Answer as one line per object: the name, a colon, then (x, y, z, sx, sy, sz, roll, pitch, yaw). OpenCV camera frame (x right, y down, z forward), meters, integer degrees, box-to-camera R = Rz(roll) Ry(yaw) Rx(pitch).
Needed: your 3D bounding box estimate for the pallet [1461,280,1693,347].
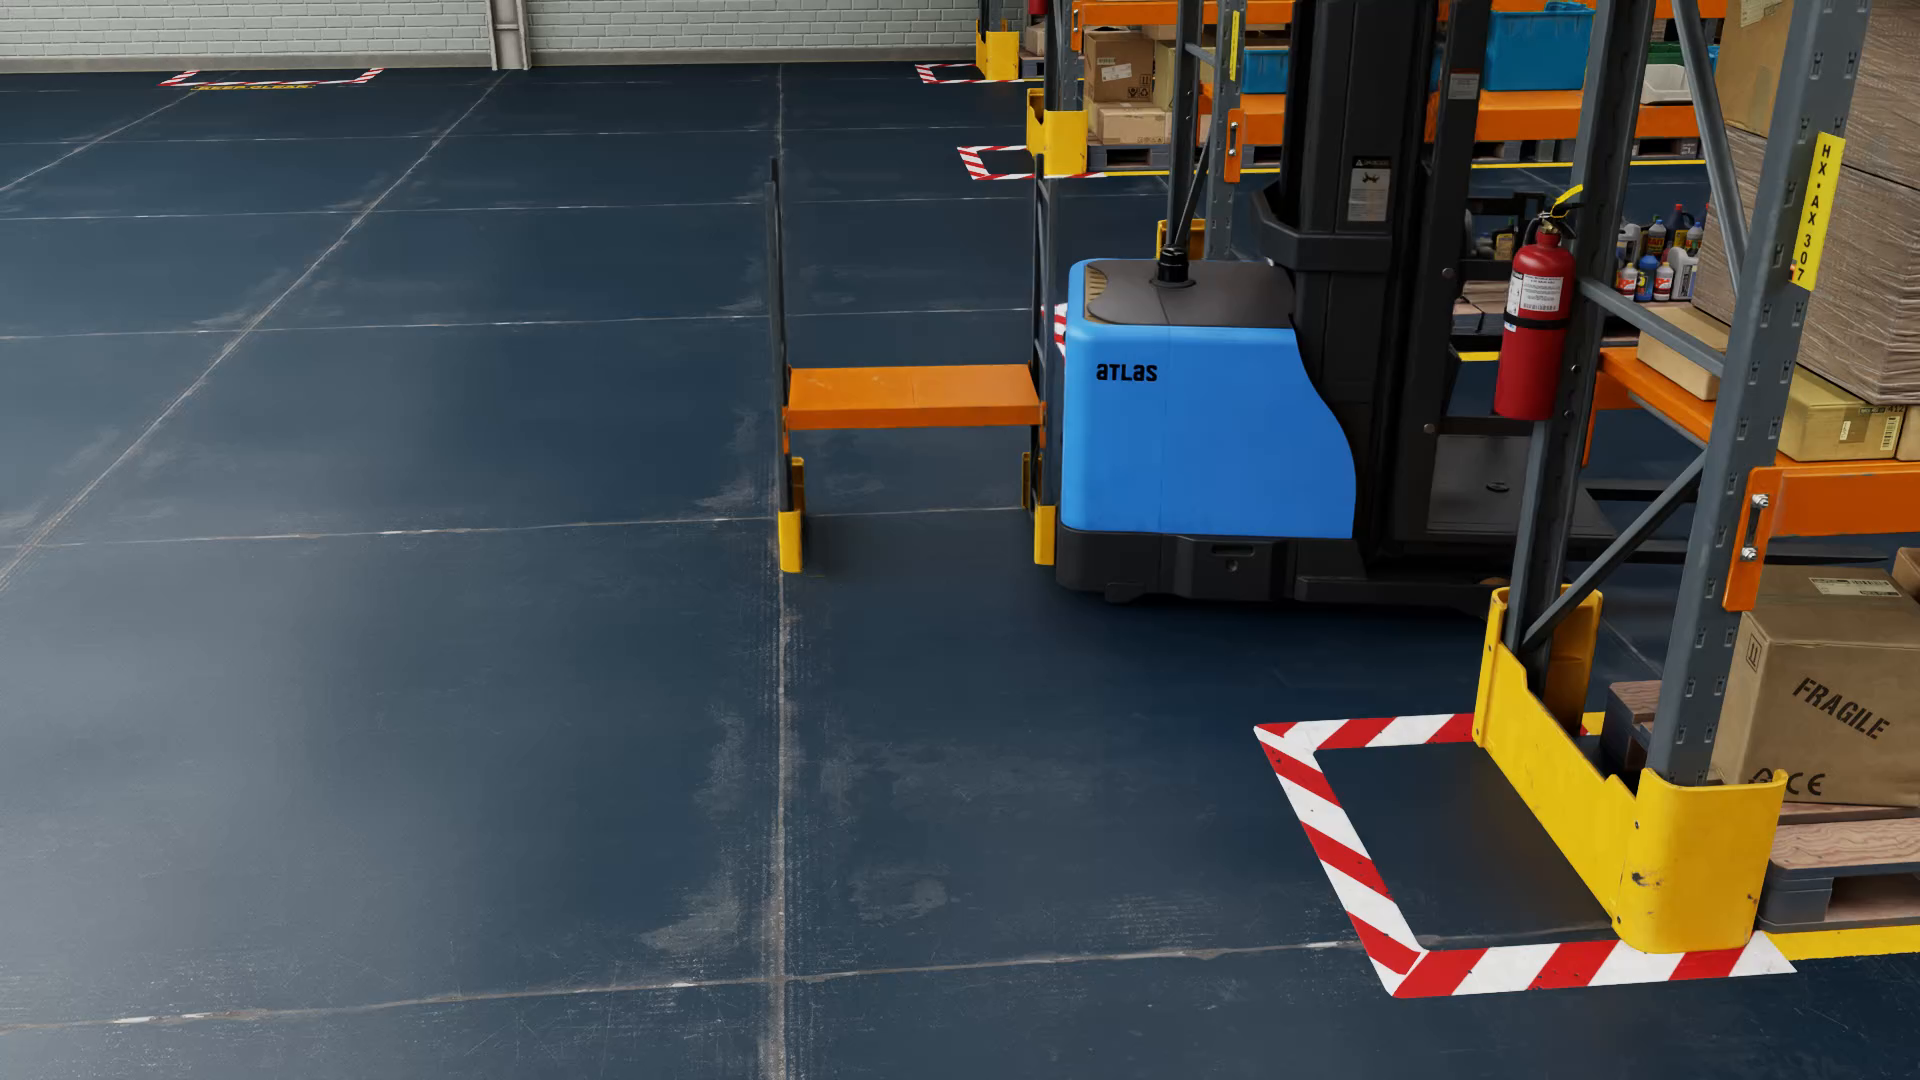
pallet: (3.394, -1.359, 9.547, 1.213, 0.211, 1.003, -2, 24, -5)

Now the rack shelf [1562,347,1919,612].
rack shelf: (3.780, -0.282, 4.578, 4.000, 0.370, 1.077, -2, 24, -5)

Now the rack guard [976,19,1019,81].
rack guard: (0.404, -5.398, 18.280, 0.348, 0.500, 1.175, -2, 24, -5)

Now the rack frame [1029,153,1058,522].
rack frame: (0.321, -0.706, 6.491, 0.032, 1.500, 0.500, -1, 24, -3)

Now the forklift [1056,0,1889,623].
forklift: (1.902, -1.252, 5.958, 3.031, 2.935, 1.130, 2, 24, 4)

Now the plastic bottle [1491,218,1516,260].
plastic bottle: (3.202, -1.756, 9.809, 0.133, 0.283, 0.061, -2, 24, -4)

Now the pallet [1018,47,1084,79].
pallet: (1.216, -5.285, 18.379, 1.213, 0.211, 1.003, -2, 24, -5)

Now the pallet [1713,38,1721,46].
pallet: (9.082, -5.584, 19.053, 1.213, 0.211, 1.003, -2, 24, -5)

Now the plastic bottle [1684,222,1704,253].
plastic bottle: (4.307, -1.728, 9.762, 0.097, 0.271, 0.097, 0, 24, 0)

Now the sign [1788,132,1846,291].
sign: (1.843, -0.708, 3.583, 0.005, 0.325, 0.100, -2, 24, -5)

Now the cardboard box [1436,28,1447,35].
cardboard box: (4.308, -4.081, 14.184, 0.500, 0.500, 0.500, -2, 24, -5)

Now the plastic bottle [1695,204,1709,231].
plastic bottle: (4.439, -1.819, 9.869, 0.185, 0.351, 0.144, -2, 24, -4)

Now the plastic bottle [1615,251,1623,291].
plastic bottle: (3.578, -1.452, 9.140, 0.097, 0.271, 0.097, 0, 24, 0)

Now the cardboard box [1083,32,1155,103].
cardboard box: (1.324, -3.955, 13.901, 0.500, 0.500, 0.500, -2, 24, -5)

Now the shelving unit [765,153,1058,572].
shelving unit: (-0.177, -0.693, 6.463, 1.083, 1.500, 0.587, -1, 24, -3)

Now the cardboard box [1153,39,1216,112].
cardboard box: (1.872, -3.766, 13.474, 0.500, 0.500, 0.500, -2, 24, -5)

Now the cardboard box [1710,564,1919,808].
cardboard box: (2.412, 0.401, 4.715, 0.500, 0.500, 0.500, 2, 24, 5)

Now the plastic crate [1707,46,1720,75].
plastic crate: (4.208, -2.471, 8.799, 0.616, 0.251, 0.499, -2, 24, -5)

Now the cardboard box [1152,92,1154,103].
cardboard box: (1.820, -3.637, 14.107, 0.500, 0.250, 0.500, -2, 24, -5)

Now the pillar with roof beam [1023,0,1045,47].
pillar with roof beam: (1.364, -7.917, 13.482, 0.400, 9.000, 9.100, -2, 24, -5)

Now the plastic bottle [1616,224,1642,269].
plastic bottle: (3.868, -1.701, 9.697, 0.135, 0.276, 0.152, -2, 24, -5)

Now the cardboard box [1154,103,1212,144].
cardboard box: (1.872, -3.424, 13.628, 0.500, 0.250, 0.500, -2, 24, -5)

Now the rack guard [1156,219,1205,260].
rack guard: (1.374, -1.413, 9.314, 0.348, 0.500, 1.175, -2, 24, -5)

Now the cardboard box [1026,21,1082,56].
cardboard box: (1.026, -5.501, 18.203, 0.500, 0.311, 0.500, -5, 24, -11)

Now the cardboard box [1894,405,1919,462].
cardboard box: (2.347, -0.334, 4.117, 0.250, 0.149, 0.380, -2, 24, -5)

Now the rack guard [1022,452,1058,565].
rack guard: (0.320, -0.134, 6.745, 0.087, 0.250, 0.587, -1, 24, -3)

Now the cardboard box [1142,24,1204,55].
cardboard box: (2.328, -5.619, 18.236, 0.500, 0.500, 0.700, -4, 24, -8)

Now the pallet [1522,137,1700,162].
pallet: (5.529, -3.466, 14.288, 1.213, 0.211, 1.003, -2, 24, -5)

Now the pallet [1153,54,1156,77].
pallet: (2.428, -5.332, 18.486, 1.213, 0.211, 1.003, -2, 24, -5)

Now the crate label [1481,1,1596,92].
crate label: (3.108, -2.732, 9.160, 0.616, 0.435, 0.502, -2, 24, -5)

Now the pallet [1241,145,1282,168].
pallet: (2.788, -3.356, 14.041, 1.213, 0.211, 1.003, -2, 24, -5)

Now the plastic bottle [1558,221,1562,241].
plastic bottle: (3.479, -1.745, 9.794, 0.135, 0.276, 0.152, -3, 24, -7)

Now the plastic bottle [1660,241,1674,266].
plastic bottle: (3.985, -1.528, 9.297, 0.133, 0.283, 0.061, -2, 24, -5)

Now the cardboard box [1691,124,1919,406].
cardboard box: (2.339, -0.724, 4.196, 0.500, 0.500, 0.875, -2, 24, -5)

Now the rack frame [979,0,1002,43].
rack frame: (0.329, -6.538, 17.765, 0.127, 3.000, 1.000, -2, 24, -5)

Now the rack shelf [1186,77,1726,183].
rack shelf: (3.293, -2.284, 9.082, 4.000, 0.370, 1.077, -2, 24, -5)

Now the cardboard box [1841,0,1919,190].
cardboard box: (2.363, -1.082, 3.770, 0.500, 0.500, 0.500, -2, 24, -5)

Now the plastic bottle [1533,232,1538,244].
plastic bottle: (3.352, -1.699, 9.683, 0.133, 0.283, 0.061, -2, 24, -5)

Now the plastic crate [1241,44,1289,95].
plastic crate: (1.771, -2.606, 9.104, 0.616, 0.251, 0.499, -2, 24, -5)

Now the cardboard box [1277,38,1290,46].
cardboard box: (2.868, -3.804, 13.560, 0.500, 0.500, 0.500, -2, 24, -5)

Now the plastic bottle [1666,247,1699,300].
plastic bottle: (3.996, -1.482, 9.202, 0.135, 0.276, 0.152, -2, 24, -4)

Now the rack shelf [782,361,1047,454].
rack shelf: (-0.186, -0.528, 6.535, 1.000, 0.185, 0.538, -1, 24, -3)

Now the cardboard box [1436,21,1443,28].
cardboard box: (5.040, -5.792, 18.624, 0.500, 0.500, 0.700, -1, 24, -3)

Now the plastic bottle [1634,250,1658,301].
plastic bottle: (3.780, -1.460, 9.158, 0.097, 0.271, 0.097, 0, 24, 0)

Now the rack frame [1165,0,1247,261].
rack frame: (1.303, -2.533, 8.756, 0.127, 3.000, 1.000, -2, 24, -5)

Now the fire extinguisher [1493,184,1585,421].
fire extinguisher: (1.630, -0.678, 4.677, 0.183, 0.674, 0.296, -2, 24, -5)

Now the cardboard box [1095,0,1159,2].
cardboard box: (1.285, -4.595, 13.271, 0.500, 0.500, 0.700, -2, 24, -5)

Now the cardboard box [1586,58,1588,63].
cardboard box: (5.175, -4.019, 14.277, 0.500, 0.311, 0.500, -2, 24, -5)

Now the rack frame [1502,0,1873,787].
rack frame: (1.789, -0.531, 4.252, 0.127, 3.000, 1.000, -2, 24, -5)

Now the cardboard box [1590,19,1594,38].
cardboard box: (7.055, -5.892, 18.850, 0.500, 0.500, 0.700, -2, 24, -5)

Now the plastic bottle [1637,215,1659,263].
plastic bottle: (4.083, -1.791, 9.889, 0.133, 0.283, 0.061, -1, 24, -3)

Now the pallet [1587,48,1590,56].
pallet: (7.512, -5.552, 18.982, 1.213, 0.211, 1.003, -2, 24, -5)

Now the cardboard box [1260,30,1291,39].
cardboard box: (2.815, -4.021, 14.048, 0.500, 0.500, 0.500, -2, 24, -5)
